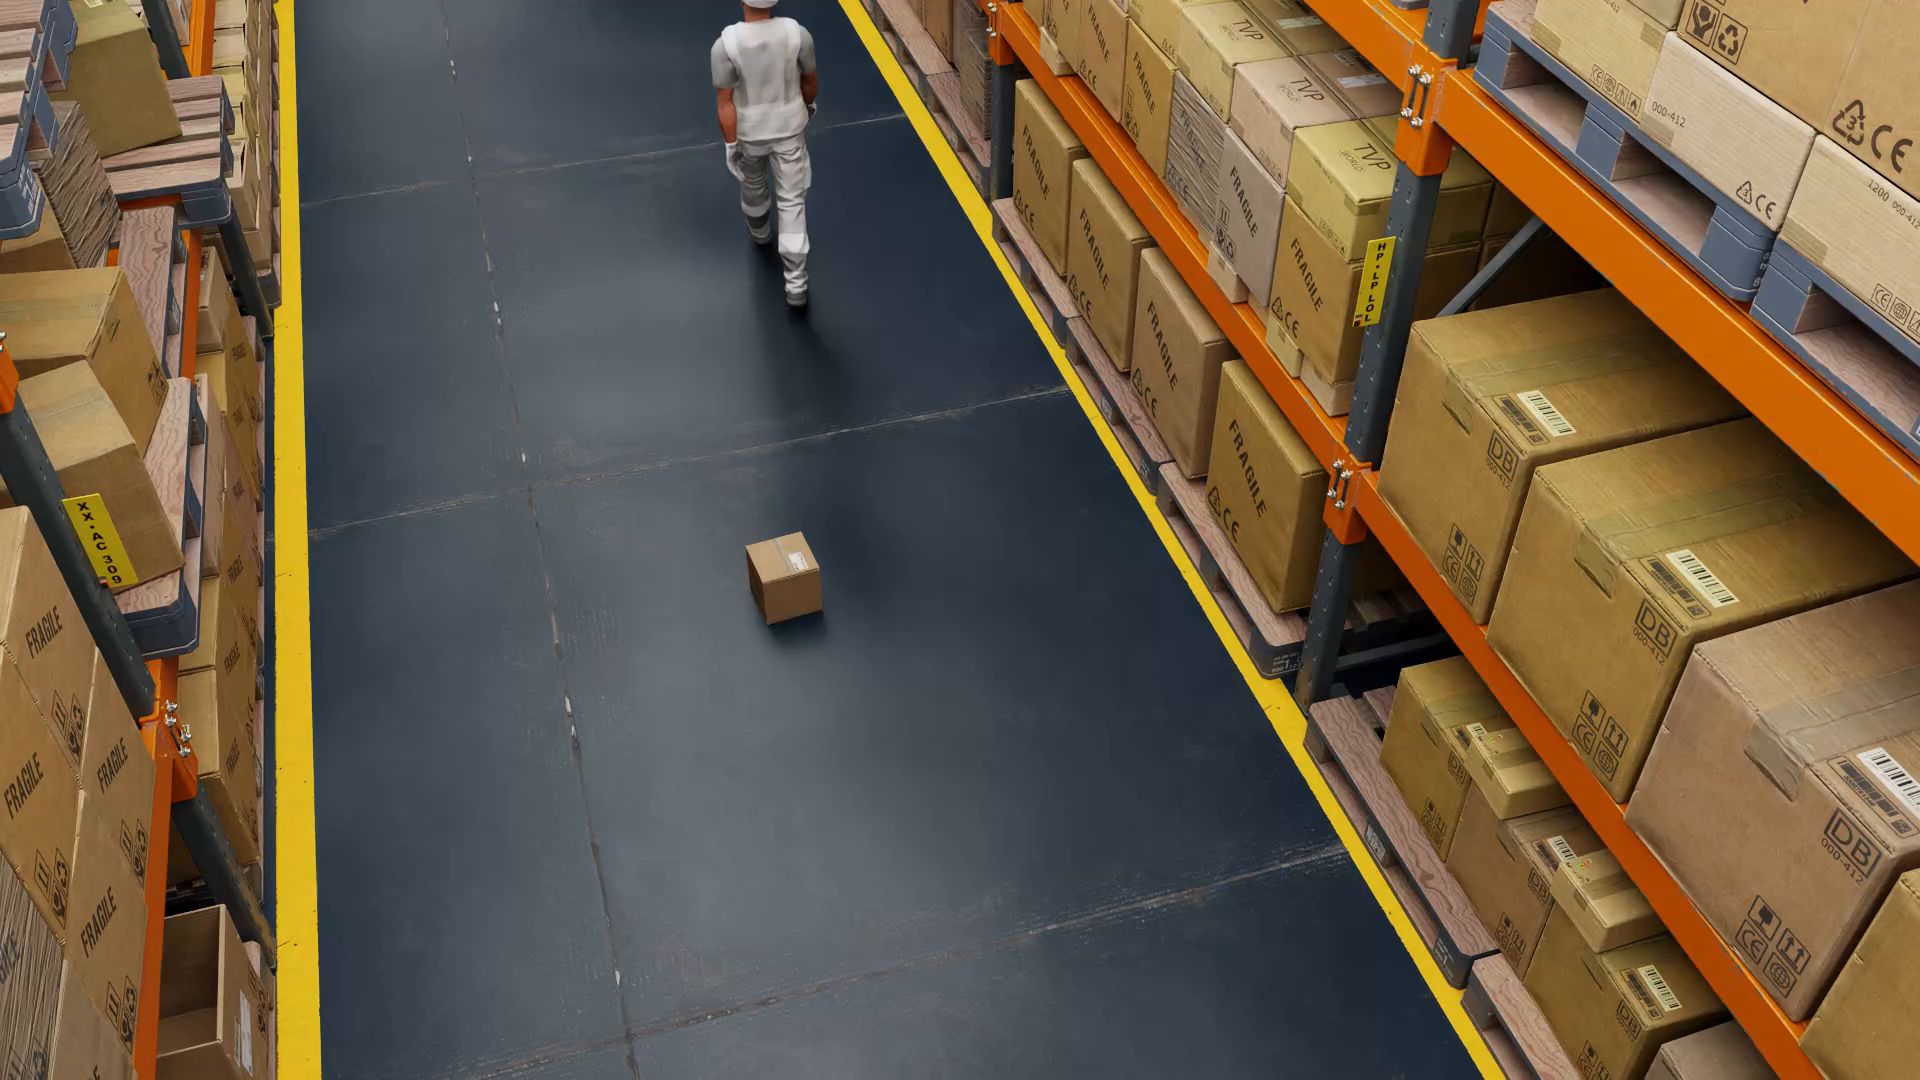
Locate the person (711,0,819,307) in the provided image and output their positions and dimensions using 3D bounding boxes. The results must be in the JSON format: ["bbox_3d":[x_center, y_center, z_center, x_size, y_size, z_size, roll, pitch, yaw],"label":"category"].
[{"bbox_3d":[-0.980,-2.153,8.546,0.527,1.739,1.039,-5,42,-6],"label":"person"}]
